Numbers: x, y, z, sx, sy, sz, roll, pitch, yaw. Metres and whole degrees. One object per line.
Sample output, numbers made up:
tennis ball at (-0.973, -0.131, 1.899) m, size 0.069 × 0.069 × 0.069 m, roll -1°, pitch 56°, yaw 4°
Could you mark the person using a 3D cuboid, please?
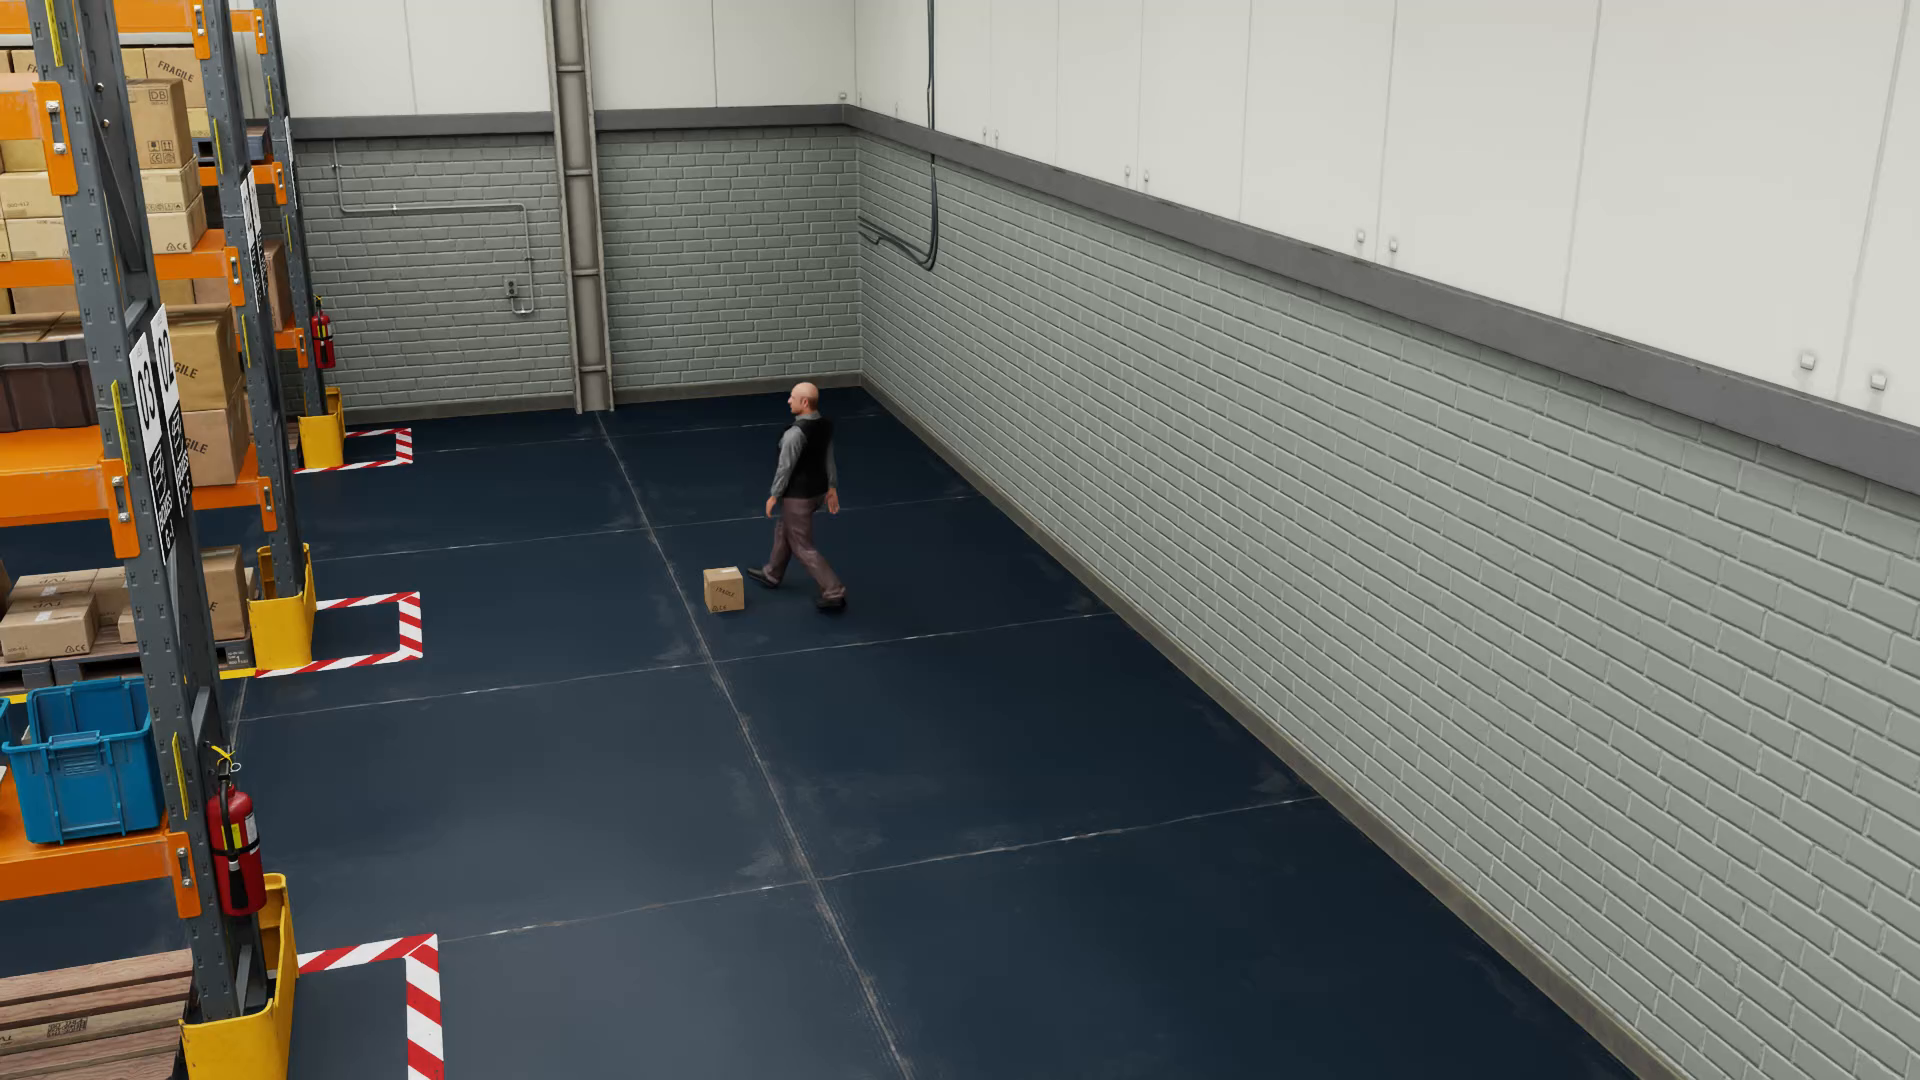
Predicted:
person at (-1.238, -0.346, 12.178) m, size 1.026 × 1.667 × 0.563 m, roll 9°, pitch 21°, yaw 23°
